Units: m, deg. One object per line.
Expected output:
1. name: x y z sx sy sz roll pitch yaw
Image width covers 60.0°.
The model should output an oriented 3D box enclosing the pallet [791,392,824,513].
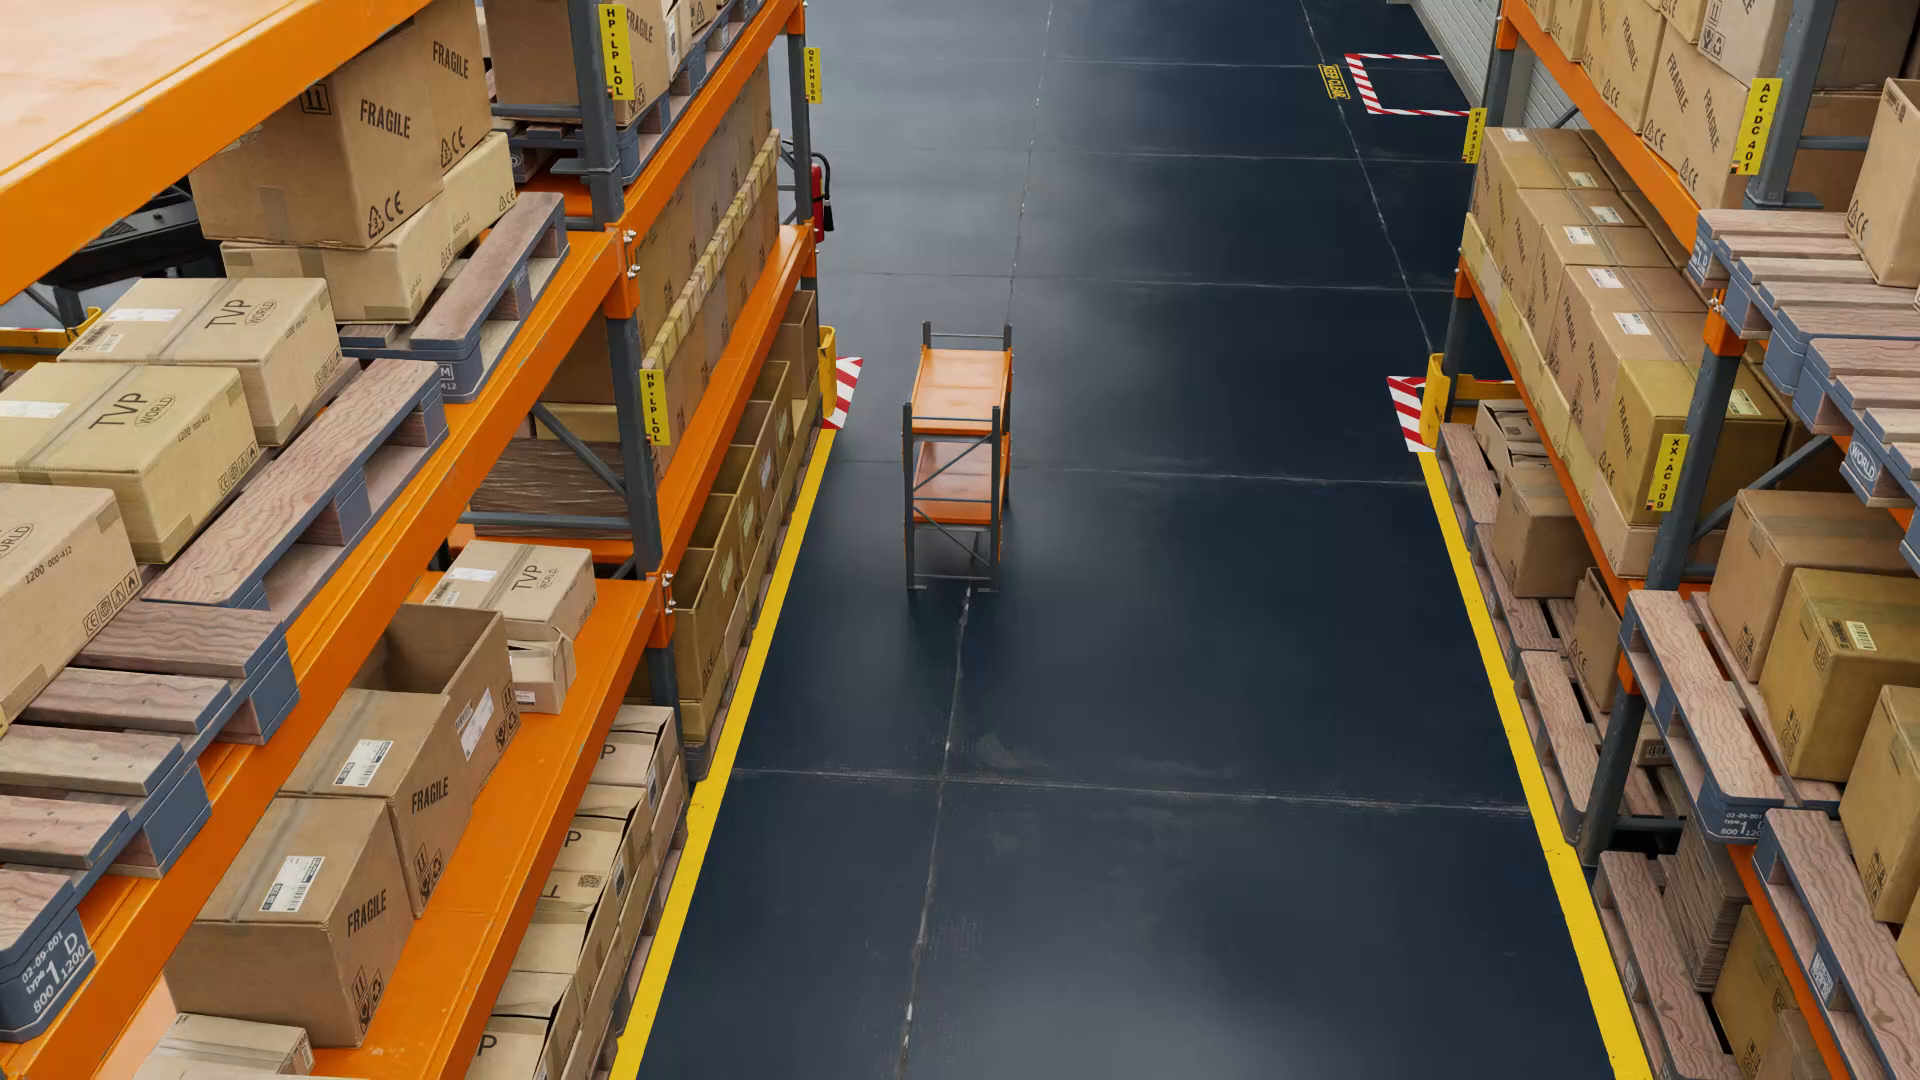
1. pallet: -1.428 -0.576 10.264 1.003 0.211 1.213 2 32 4

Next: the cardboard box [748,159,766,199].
1. cardboard box: -1.289 -2.005 9.211 0.380 0.149 0.250 2 32 3

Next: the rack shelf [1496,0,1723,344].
1. rack shelf: 3.367 -1.880 7.549 1.077 0.370 4.000 2 32 4

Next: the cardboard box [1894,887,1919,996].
1. cardboard box: 2.987 1.099 4.373 0.700 0.500 0.500 2 32 4

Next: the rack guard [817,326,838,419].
1. rack guard: -1.405 -1.113 10.861 1.175 0.500 0.348 2 32 4

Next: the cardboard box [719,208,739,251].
1. cardboard box: -1.352 -1.599 8.552 0.380 0.149 0.250 3 32 5

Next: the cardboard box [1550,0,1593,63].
1. cardboard box: 3.136 -2.568 7.865 0.500 0.500 0.500 4 32 6

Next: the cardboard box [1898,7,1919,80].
1. cardboard box: 3.529 -1.862 5.765 0.500 0.500 0.500 3 32 5

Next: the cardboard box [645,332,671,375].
1. cardboard box: -1.478 -0.791 7.241 0.380 0.149 0.250 2 32 3

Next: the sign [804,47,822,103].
1. sign: -0.868 -2.728 9.769 0.100 0.325 0.005 2 32 4

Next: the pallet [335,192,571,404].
1. pallet: -1.792 -0.807 5.304 0.805 0.209 1.217 1 32 2

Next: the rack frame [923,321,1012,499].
1. rack frame: 0.041 -0.741 9.661 0.500 1.125 0.032 2 32 4

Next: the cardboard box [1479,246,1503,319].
1. cardboard box: 3.146 -1.386 9.045 0.500 0.250 0.500 2 32 2

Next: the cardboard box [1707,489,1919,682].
1. cardboard box: 3.129 0.171 5.879 0.700 0.500 0.500 3 32 4

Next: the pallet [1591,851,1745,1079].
1. pallet: 3.143 1.730 6.521 1.003 0.211 1.213 2 32 4

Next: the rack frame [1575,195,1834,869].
1. rack frame: 3.205 0.136 6.450 1.000 3.000 0.127 2 32 4

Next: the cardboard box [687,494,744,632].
1. cardboard box: -1.350 0.108 8.001 0.500 0.500 0.500 2 32 4

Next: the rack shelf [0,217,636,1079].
1. rack shelf: -1.896 0.002 4.495 1.077 0.370 4.000 2 32 4

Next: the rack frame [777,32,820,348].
1. rack frame: -1.407 -2.165 10.184 1.000 3.000 0.127 2 32 4

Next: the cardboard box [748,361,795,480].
1. cardboard box: -1.221 -0.676 9.274 0.500 0.500 0.500 2 32 4

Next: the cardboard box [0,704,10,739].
1. cardboard box: -2.078 0.387 2.928 0.500 0.250 0.500 0 32 0

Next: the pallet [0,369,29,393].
1. pallet: -6.375 -0.725 10.506 1.003 0.211 1.213 2 32 4

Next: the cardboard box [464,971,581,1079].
1. cardboard box: -1.604 1.699 5.600 0.500 0.311 0.500 2 32 3

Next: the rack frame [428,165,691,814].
1. rack frame: -1.733 -0.073 6.790 1.000 3.000 0.127 2 32 4

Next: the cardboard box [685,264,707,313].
1. cardboard box: -1.417 -1.198 7.902 0.380 0.149 0.250 2 32 3

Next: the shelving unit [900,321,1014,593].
1. shelving unit: -0.001 -0.475 9.229 0.538 1.125 1.048 2 32 4

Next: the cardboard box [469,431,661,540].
1. cardboard box: -1.703 -0.348 7.141 0.700 0.500 0.500 2 32 3

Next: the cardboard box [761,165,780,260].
1. cardboard box: -1.458 -1.964 9.763 0.700 0.500 0.500 2 32 4

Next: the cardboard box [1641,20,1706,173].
1. cardboard box: 3.053 -1.730 6.506 0.500 0.500 0.500 0 32 0

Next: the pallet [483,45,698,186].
1. pallet: -1.689 -1.760 6.752 1.003 0.211 1.213 2 32 4

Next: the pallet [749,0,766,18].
1. pallet: -1.491 -3.036 8.822 1.003 0.211 1.213 2 32 4

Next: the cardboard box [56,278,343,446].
1. cardboard box: -1.950 -0.468 4.315 0.500 0.250 0.500 0 32 0

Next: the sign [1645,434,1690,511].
1. sign: 2.663 -0.252 6.254 0.100 0.325 0.005 2 32 4

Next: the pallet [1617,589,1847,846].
1. pallet: 2.997 0.611 5.862 1.003 0.211 1.213 2 32 4

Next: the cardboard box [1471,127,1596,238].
1. cardboard box: 3.192 -1.983 9.297 0.500 0.500 0.500 2 32 4

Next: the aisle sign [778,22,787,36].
1. aisle sign: -1.109 -3.294 9.538 0.394 0.787 0.004 2 32 4

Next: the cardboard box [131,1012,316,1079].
1. cardboard box: -2.011 1.456 4.548 0.380 0.149 0.250 5 32 8

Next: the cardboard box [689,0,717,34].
1. cardboard box: -1.473 -2.489 7.218 0.797 0.503 0.637 6 32 9

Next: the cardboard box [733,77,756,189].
1. cardboard box: -1.500 -2.213 8.931 0.700 0.500 0.500 2 32 3

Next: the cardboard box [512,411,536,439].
1. cardboard box: -1.924 -0.544 6.840 0.380 0.149 0.250 2 32 4

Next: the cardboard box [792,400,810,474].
1. cardboard box: -1.185 -0.618 9.895 0.500 0.250 0.500 2 32 4

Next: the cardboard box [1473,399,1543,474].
1. cardboard box: 3.384 -0.640 9.853 0.500 0.311 0.500 -1 32 -2

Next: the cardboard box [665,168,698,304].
1. cardboard box: -1.622 -1.427 7.654 0.700 0.500 0.500 2 32 4

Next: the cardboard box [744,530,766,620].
1. cardboard box: -1.301 0.166 8.622 0.500 0.250 0.500 2 32 4

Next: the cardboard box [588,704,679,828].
1. cardboard box: -1.480 0.904 6.891 0.500 0.311 0.500 2 32 4

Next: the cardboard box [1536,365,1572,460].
1. cardboard box: 3.015 -0.593 7.757 0.500 0.250 0.500 2 32 4

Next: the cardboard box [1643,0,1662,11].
1. cardboard box: 3.041 -2.452 6.723 0.500 0.500 0.500 1 32 2

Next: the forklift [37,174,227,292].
1. forklift: -3.677 -0.593 7.700 3.031 2.935 1.130 -27 40 -36

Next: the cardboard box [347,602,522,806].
1. cardboard box: -1.855 0.560 5.667 0.500 0.500 0.500 5 32 8

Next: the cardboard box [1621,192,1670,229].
1. cardboard box: 3.615 -1.430 8.401 0.500 0.500 0.500 2 32 3

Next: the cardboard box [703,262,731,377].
1. cardboard box: -1.581 -1.154 8.449 0.700 0.500 0.500 3 32 5

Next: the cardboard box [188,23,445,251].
1. cardboard box: -1.846 -1.165 4.730 0.500 0.500 0.500 5 32 9

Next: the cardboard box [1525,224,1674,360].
1. cardboard box: 3.063 -1.184 8.002 0.500 0.500 0.500 3 32 6

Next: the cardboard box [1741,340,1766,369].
1. cardboard box: 3.497 -0.635 7.111 0.500 0.500 0.500 2 32 4

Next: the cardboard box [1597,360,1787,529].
1. cardboard box: 2.935 -0.388 6.710 0.500 0.500 0.500 2 32 4

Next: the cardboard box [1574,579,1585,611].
1. cardboard box: 3.355 0.327 8.438 0.380 0.149 0.250 0 32 0

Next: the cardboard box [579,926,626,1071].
1. cardboard box: -1.562 1.680 6.166 0.500 0.250 0.500 3 32 5

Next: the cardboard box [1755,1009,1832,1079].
1. cardboard box: 3.087 1.936 5.493 0.700 0.500 0.500 3 32 5
